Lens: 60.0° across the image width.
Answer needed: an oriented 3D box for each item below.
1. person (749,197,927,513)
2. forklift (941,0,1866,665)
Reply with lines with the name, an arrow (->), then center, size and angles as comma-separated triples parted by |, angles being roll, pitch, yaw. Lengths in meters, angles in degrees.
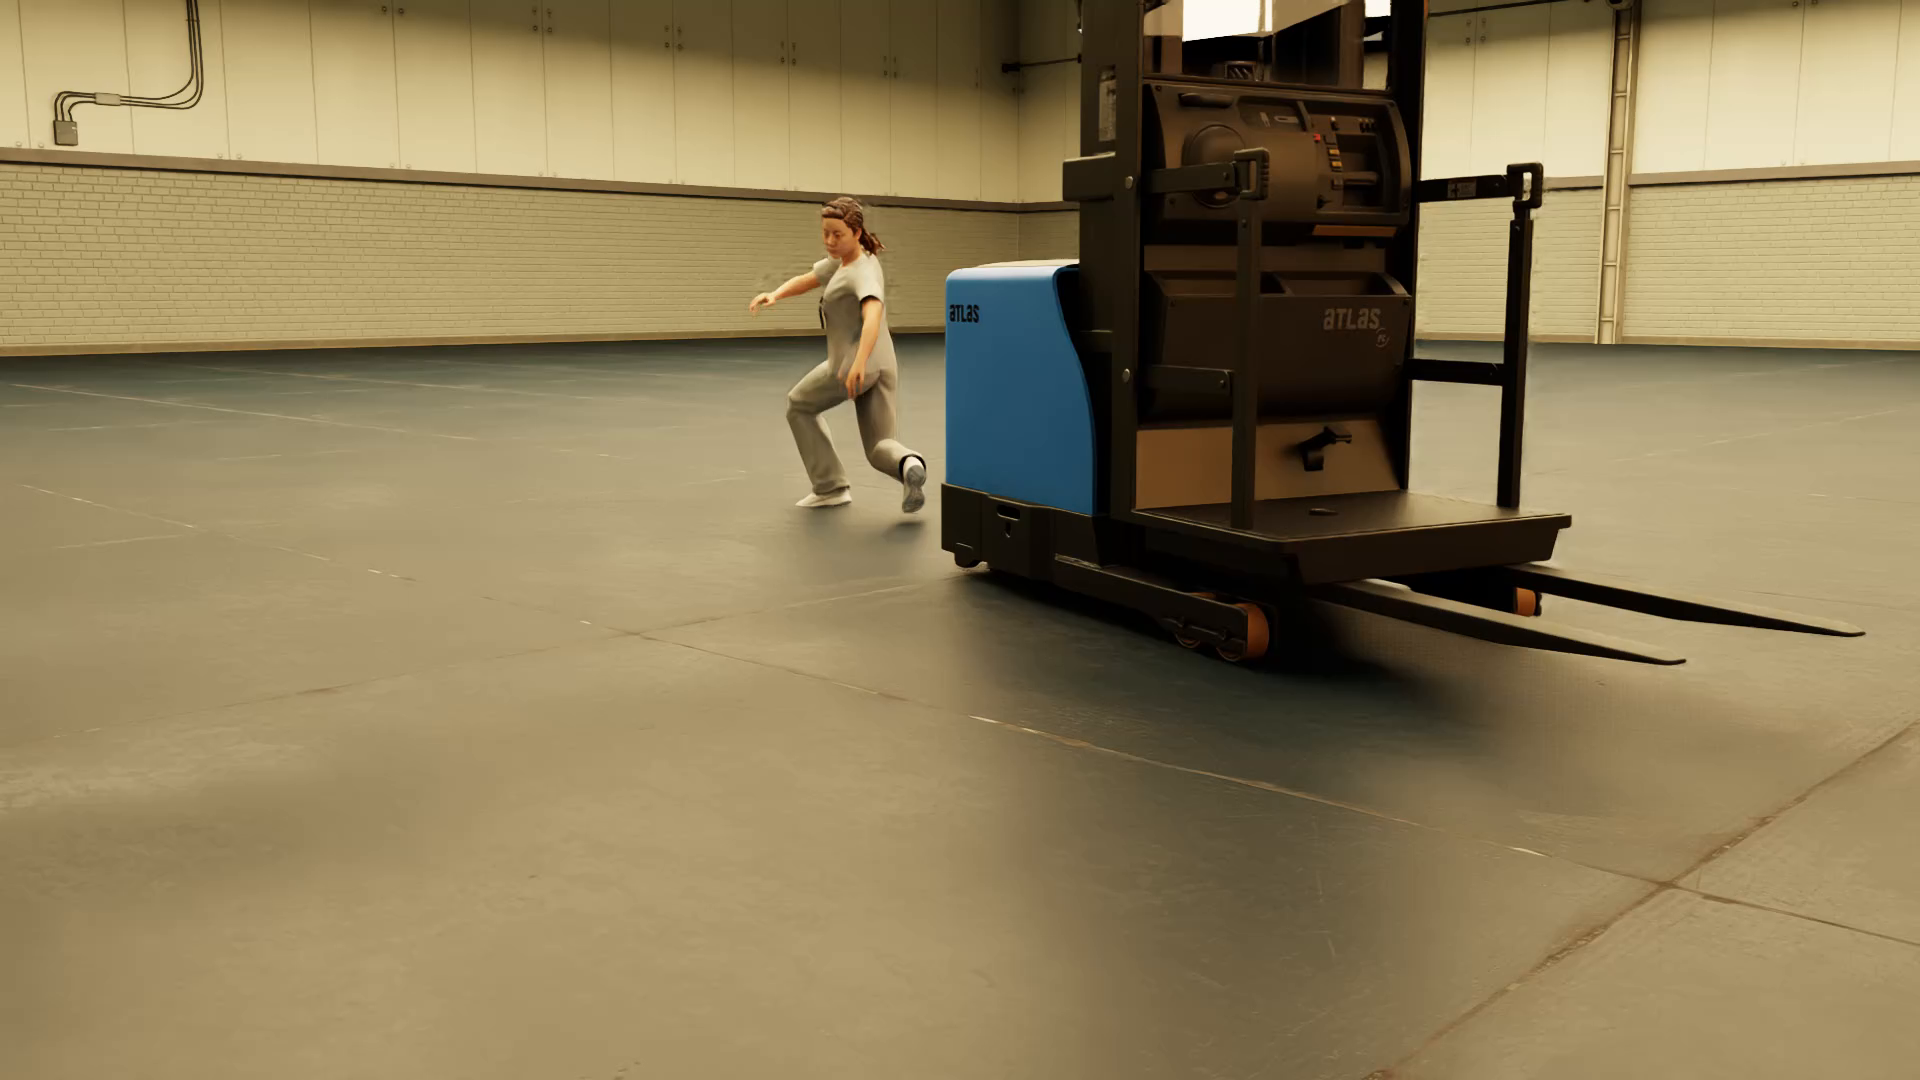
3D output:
person -> -0.496, -0.794, 7.407 | 0.929, 1.443, 0.627 | 6, 11, 37
forklift -> 1.072, -1.193, 4.793 | 1.130, 2.935, 3.031 | -5, 10, -28
